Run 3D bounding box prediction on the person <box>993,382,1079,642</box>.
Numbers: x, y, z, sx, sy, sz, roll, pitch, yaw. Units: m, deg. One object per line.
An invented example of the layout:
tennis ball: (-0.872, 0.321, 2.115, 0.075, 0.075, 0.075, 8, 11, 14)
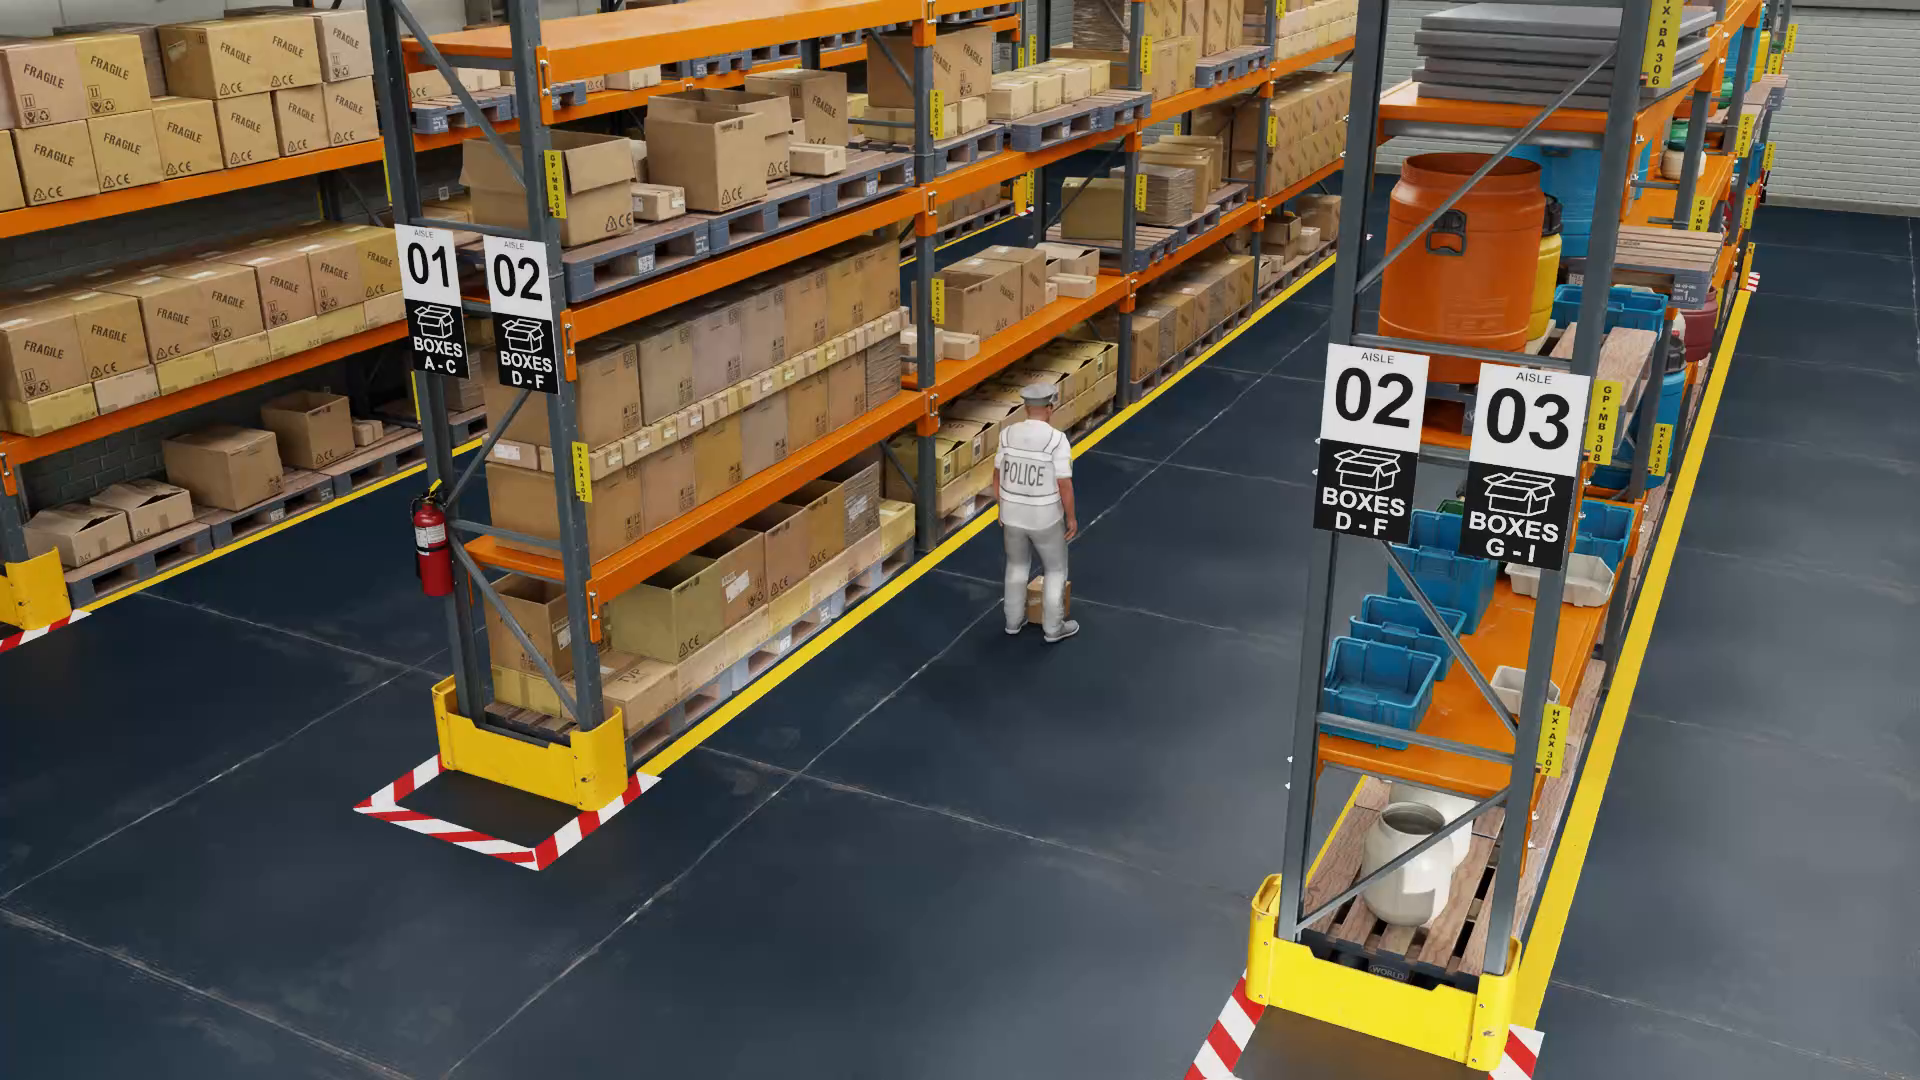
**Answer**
person: (0.497, -0.168, 11.144, 0.585, 1.747, 0.439, 11, 25, 25)
